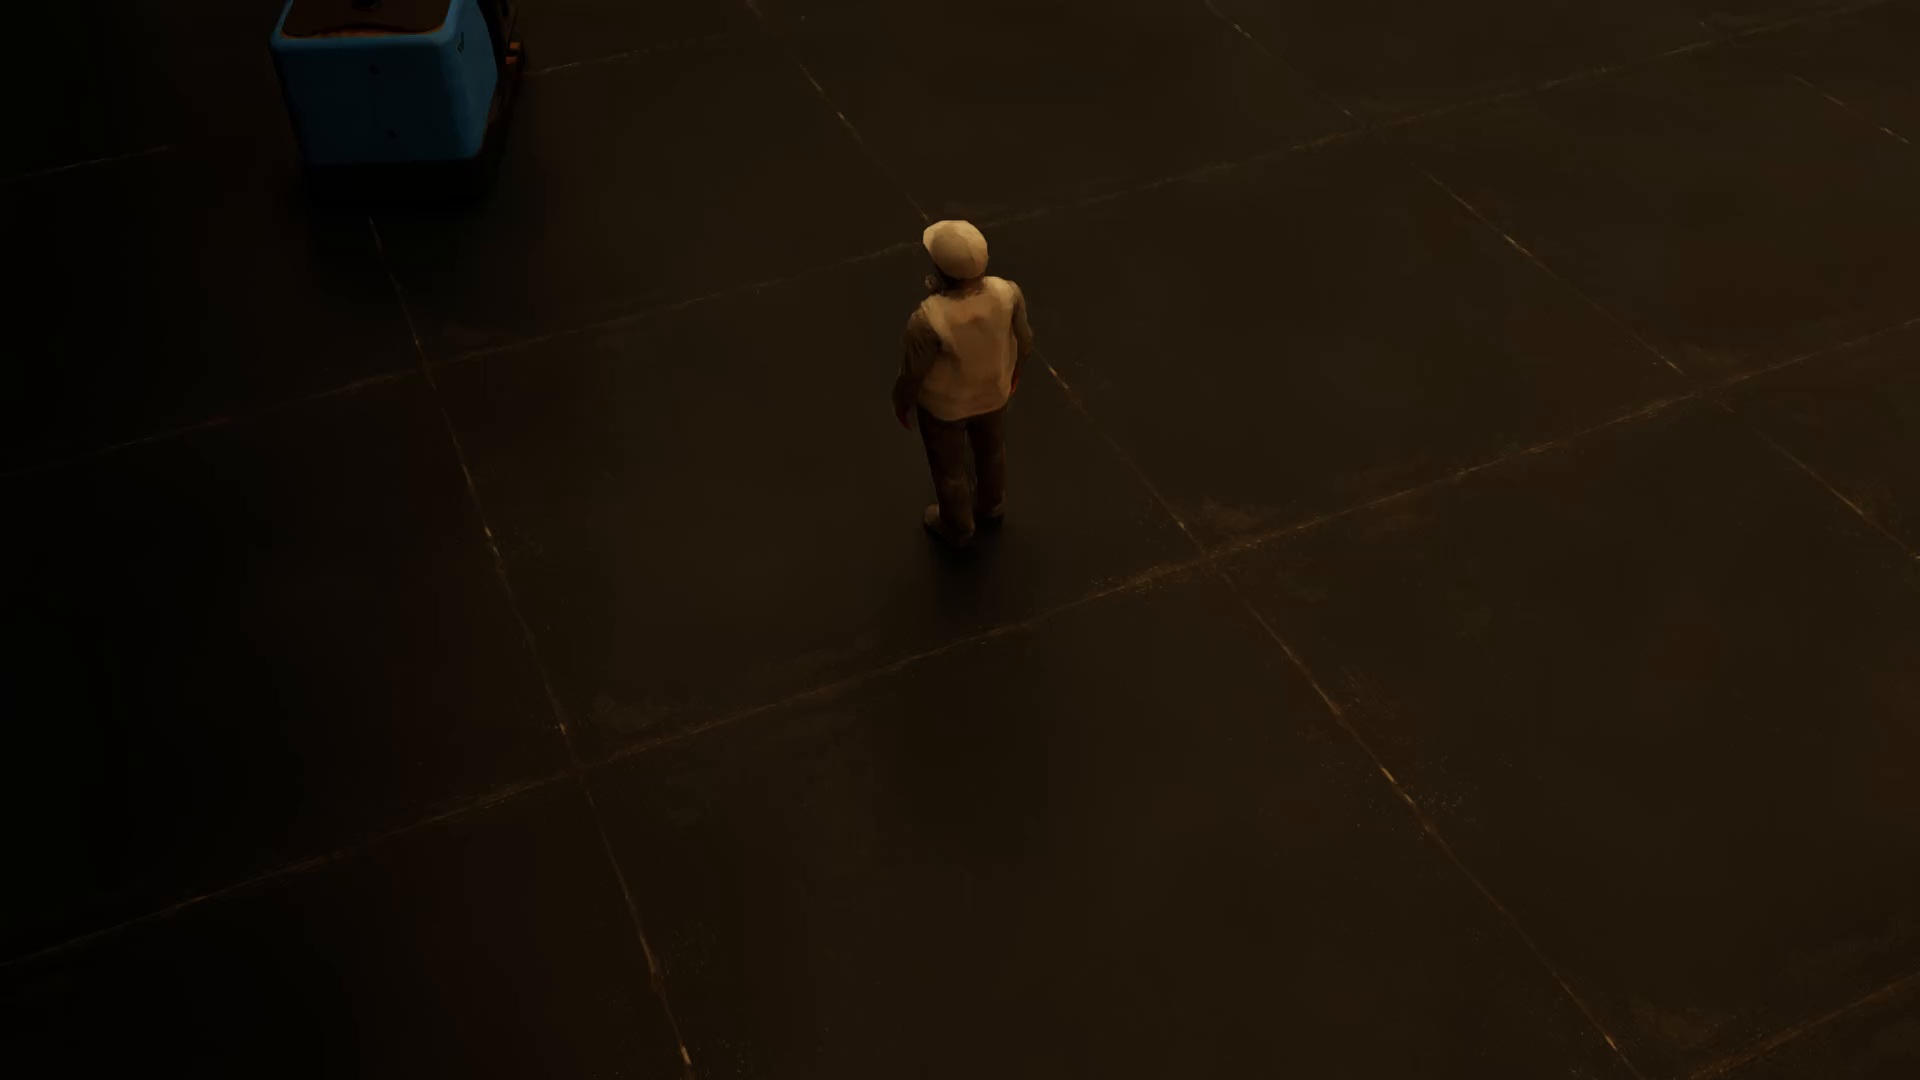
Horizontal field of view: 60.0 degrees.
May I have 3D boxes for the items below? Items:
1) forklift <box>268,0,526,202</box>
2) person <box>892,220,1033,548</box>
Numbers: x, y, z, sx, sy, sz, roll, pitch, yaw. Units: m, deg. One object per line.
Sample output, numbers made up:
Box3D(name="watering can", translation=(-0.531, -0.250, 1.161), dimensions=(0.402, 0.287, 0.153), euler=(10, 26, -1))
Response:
Box3D(name="forklift", translation=(-3.475, -4.076, 10.048), dimensions=(1.130, 2.935, 3.031), euler=(-3, 43, -4))
Box3D(name="person", translation=(-0.019, -0.695, 7.262), dimensions=(0.632, 1.773, 0.567), euler=(-18, 46, -18))
